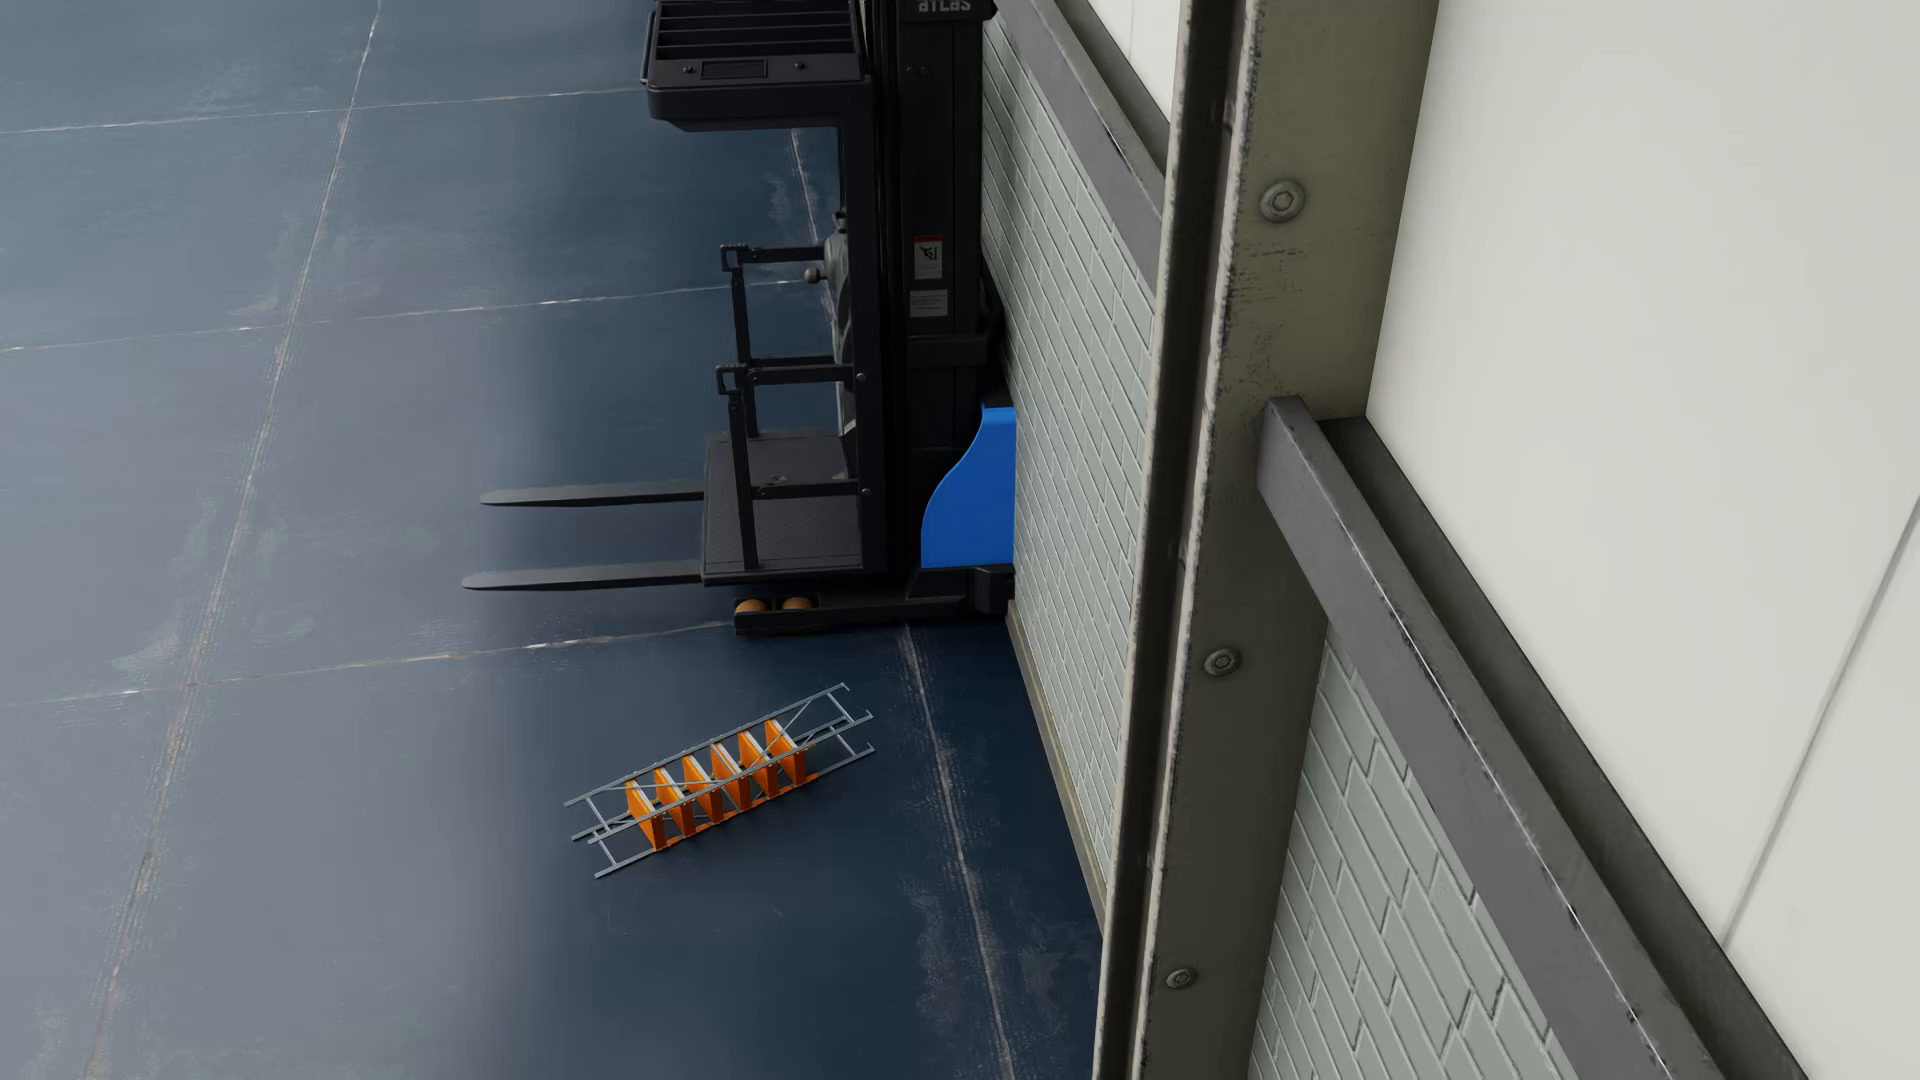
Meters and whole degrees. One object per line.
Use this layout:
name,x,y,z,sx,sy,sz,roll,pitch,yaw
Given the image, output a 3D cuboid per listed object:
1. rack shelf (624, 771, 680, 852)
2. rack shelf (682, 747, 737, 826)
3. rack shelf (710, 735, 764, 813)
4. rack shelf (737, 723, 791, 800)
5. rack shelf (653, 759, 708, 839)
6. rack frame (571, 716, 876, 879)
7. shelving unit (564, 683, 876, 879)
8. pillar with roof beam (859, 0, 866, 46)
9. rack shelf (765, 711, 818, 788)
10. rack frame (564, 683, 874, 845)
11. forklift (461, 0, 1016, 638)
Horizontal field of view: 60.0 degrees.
rack shelf,-1.169,1.019,6.281,0.103,0.180,0.258,-22,43,-26
rack shelf,-0.968,0.938,6.385,0.103,0.180,0.258,-22,43,-26
rack shelf,-0.868,0.897,6.437,0.103,0.180,0.258,-22,43,-26
rack shelf,-0.768,0.857,6.490,0.103,0.180,0.258,-22,43,-26
rack shelf,-1.069,0.978,6.333,0.103,0.180,0.258,-22,43,-26
rack frame,-0.905,0.984,6.474,1.200,0.006,0.240,-22,43,-26
shelving unit,-0.905,0.912,6.418,1.200,0.189,0.258,-22,43,-26
pillar with roof beam,-4.713,-4.653,6.404,9.100,9.000,0.400,-6,38,-8
rack shelf,-0.668,0.816,6.542,0.103,0.180,0.258,-22,43,-26
rack frame,-0.905,0.840,6.362,1.200,0.006,0.240,-22,43,-26
forklift,-0.664,-1.075,6.744,3.031,2.935,1.130,-3,38,-4
